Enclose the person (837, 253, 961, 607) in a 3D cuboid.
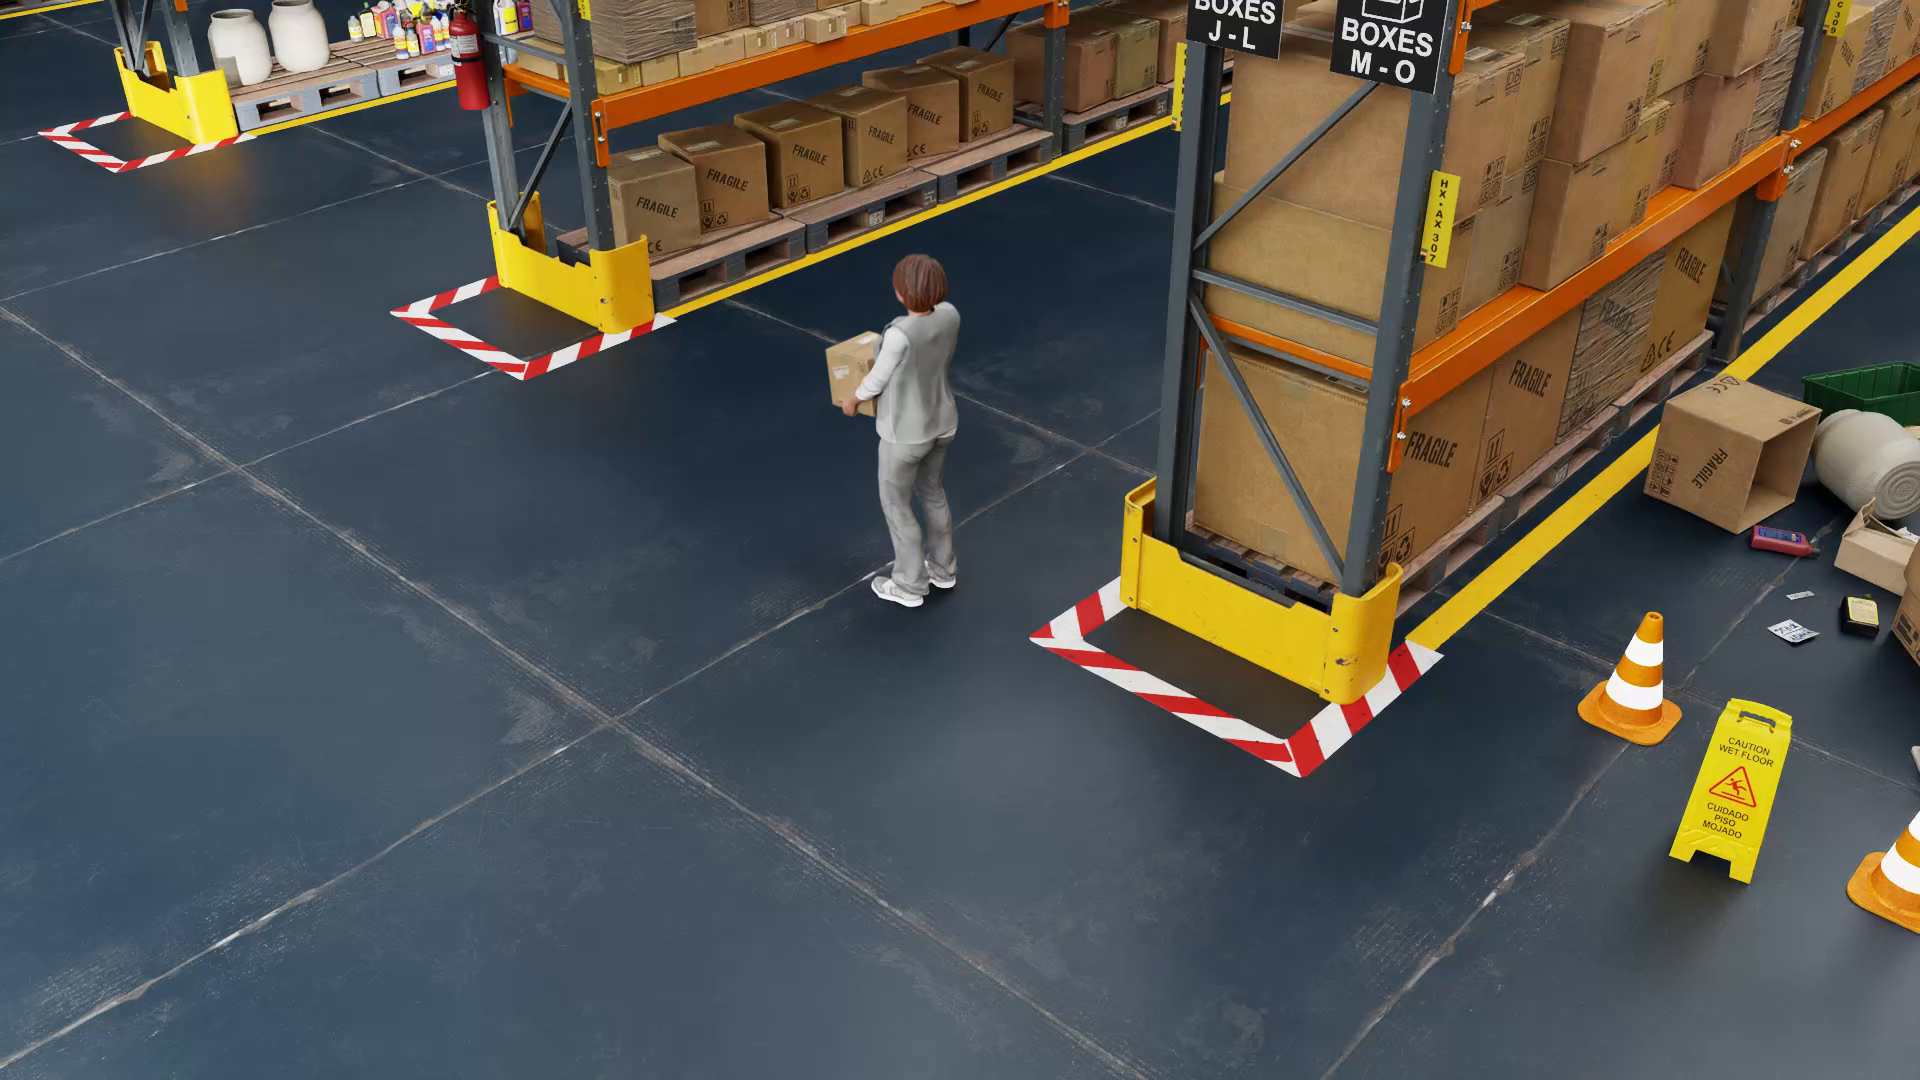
[{"bbox_3d":[-0.244,-0.481,6.928,0.498,1.591,0.404,26,40,36],"label":"person"}]
